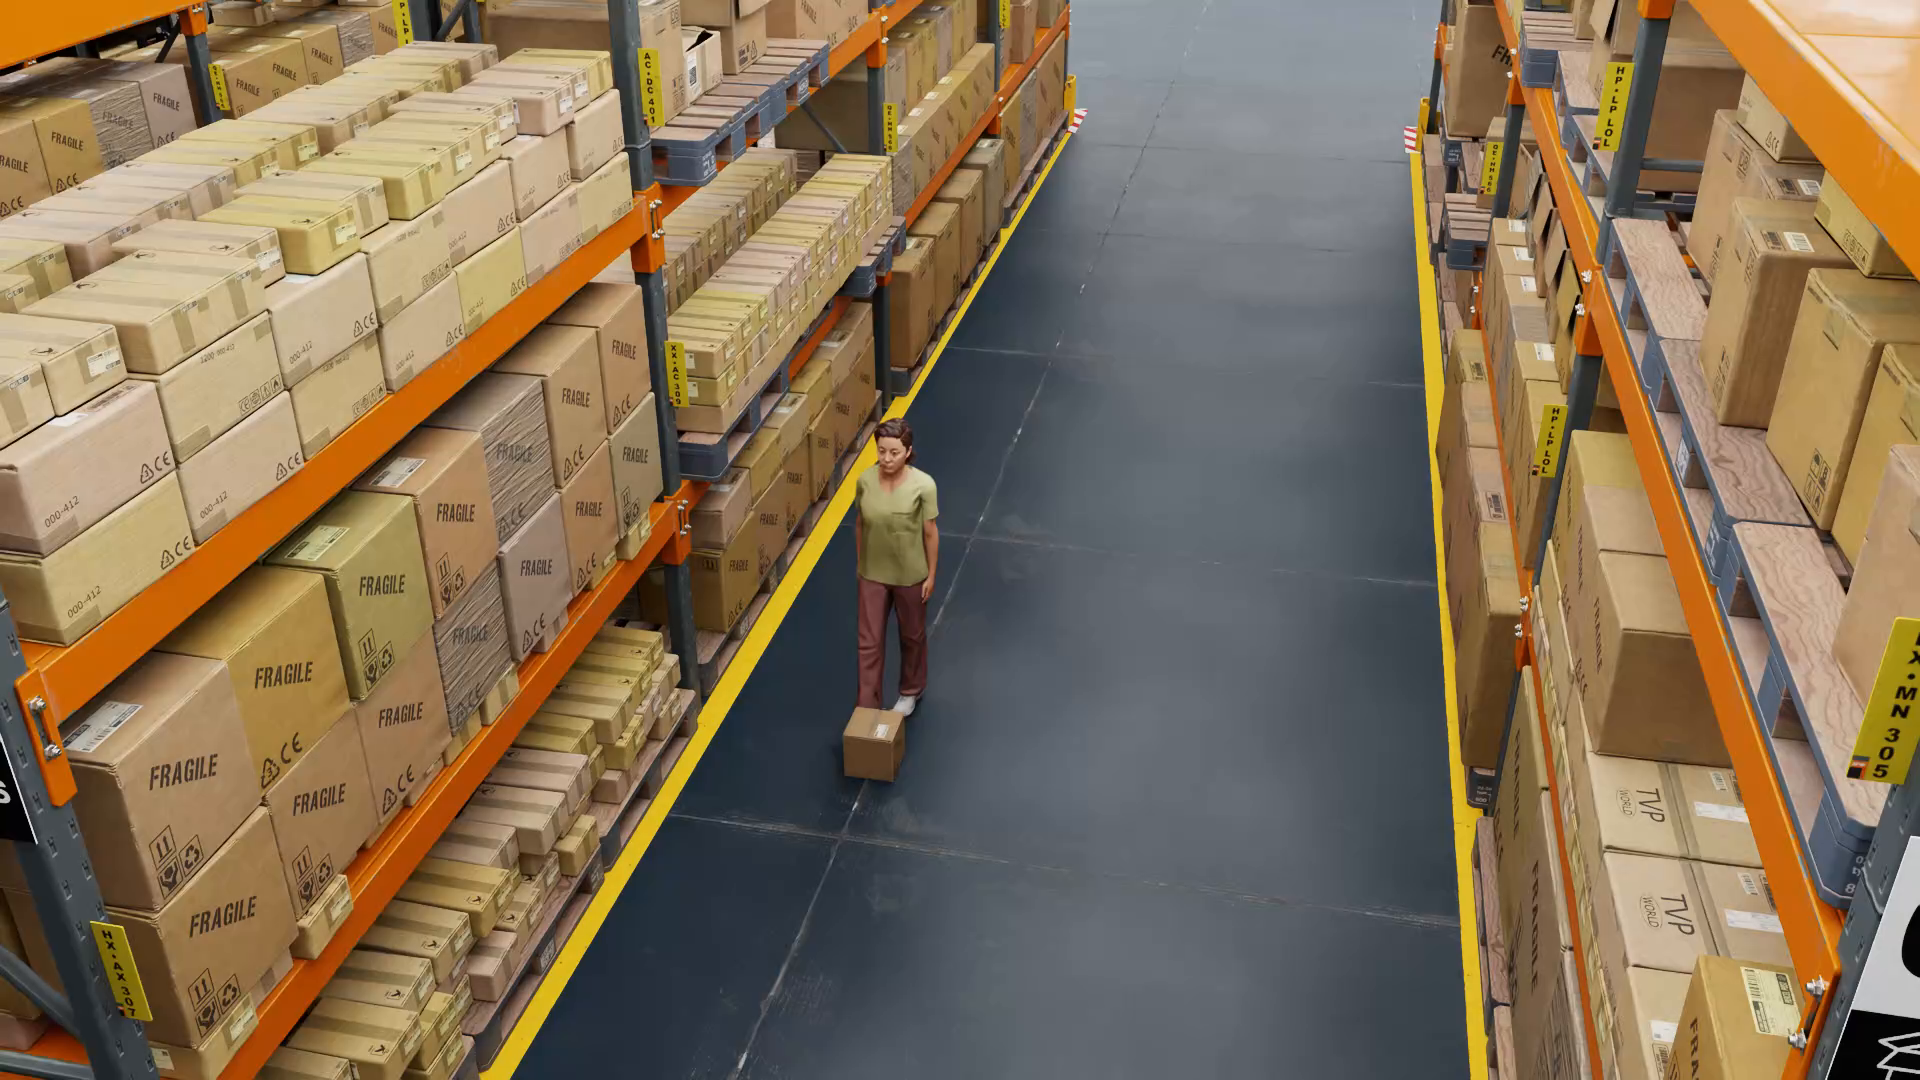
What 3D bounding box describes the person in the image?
[{"bbox_3d":[-0.344,0.214,8.240,0.438,1.665,0.616,6,29,10],"label":"person"}]
